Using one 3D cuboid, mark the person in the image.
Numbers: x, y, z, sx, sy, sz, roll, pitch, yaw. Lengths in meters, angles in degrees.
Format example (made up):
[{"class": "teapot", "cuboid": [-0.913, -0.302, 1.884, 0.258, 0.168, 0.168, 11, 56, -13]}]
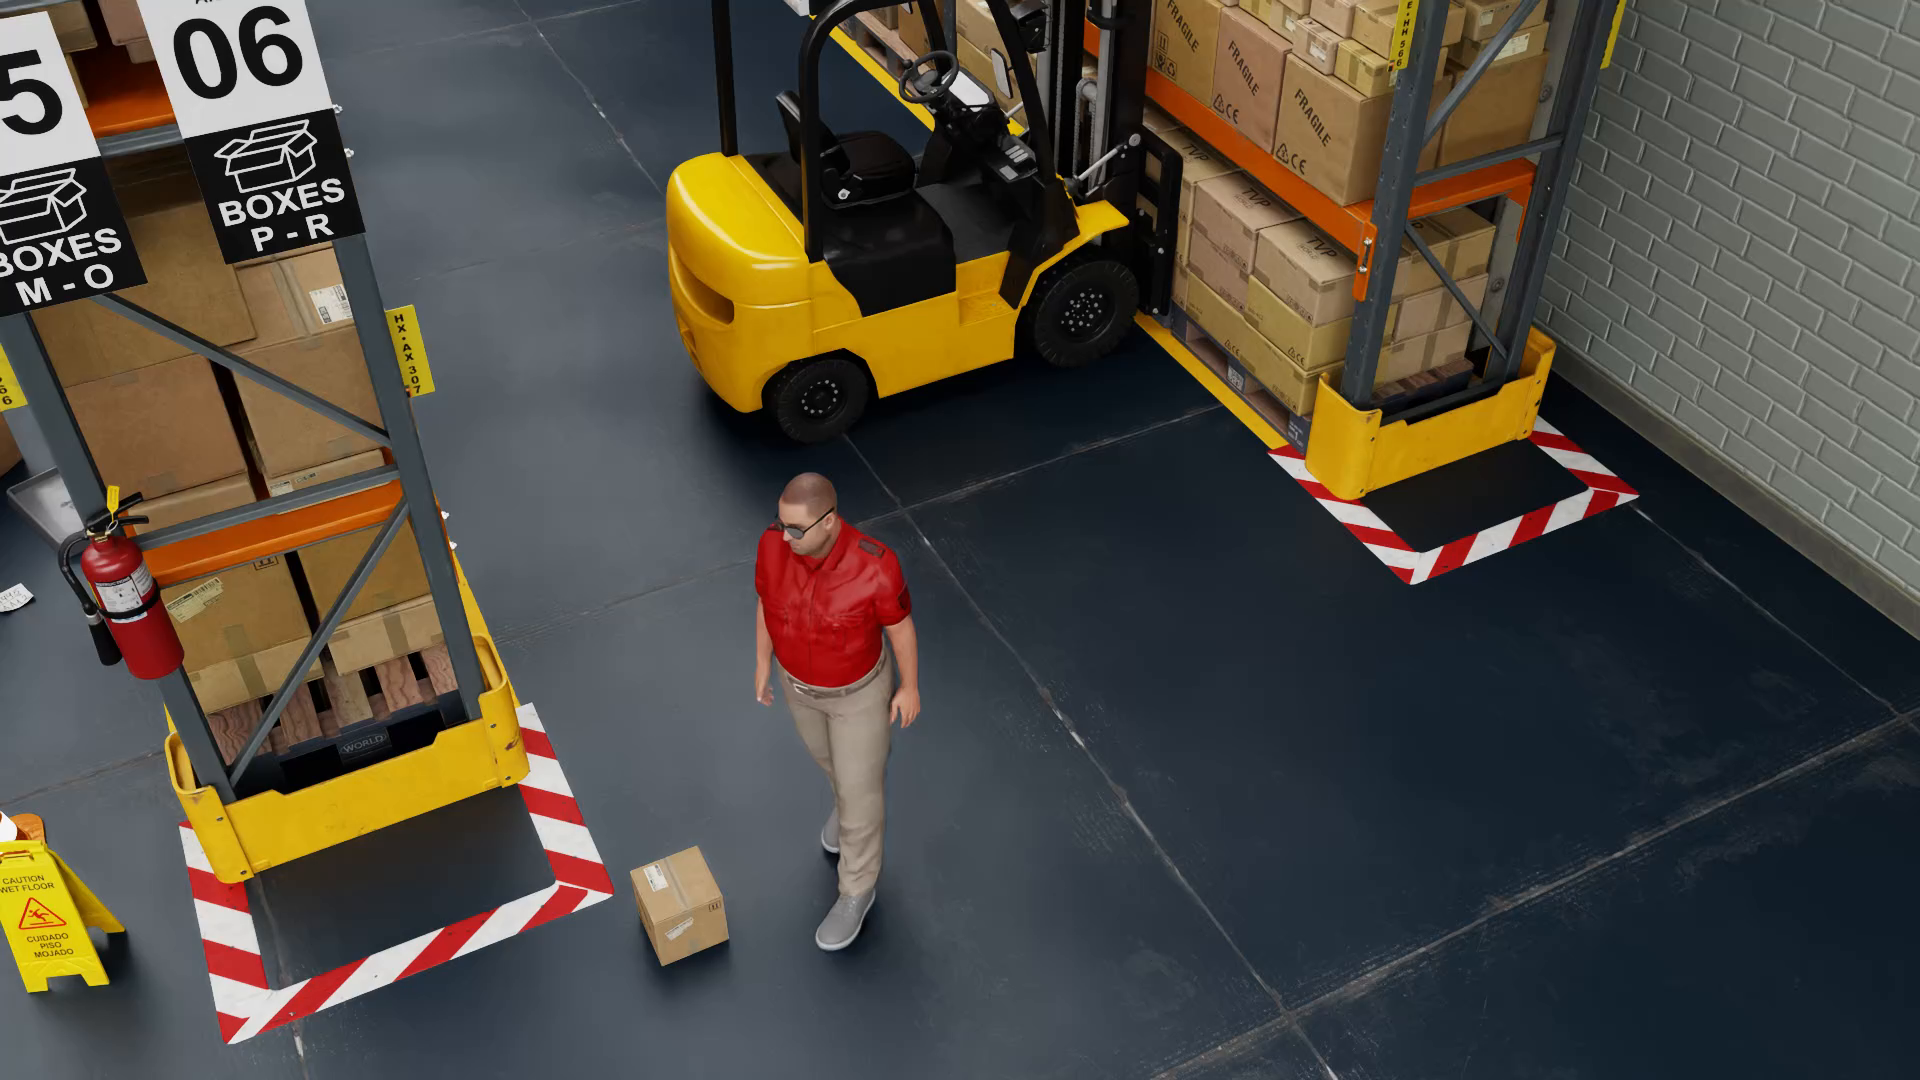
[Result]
[{"class": "person", "cuboid": [-0.483, 0.543, 5.529, 0.575, 1.708, 0.737, 18, 44, 20]}]
